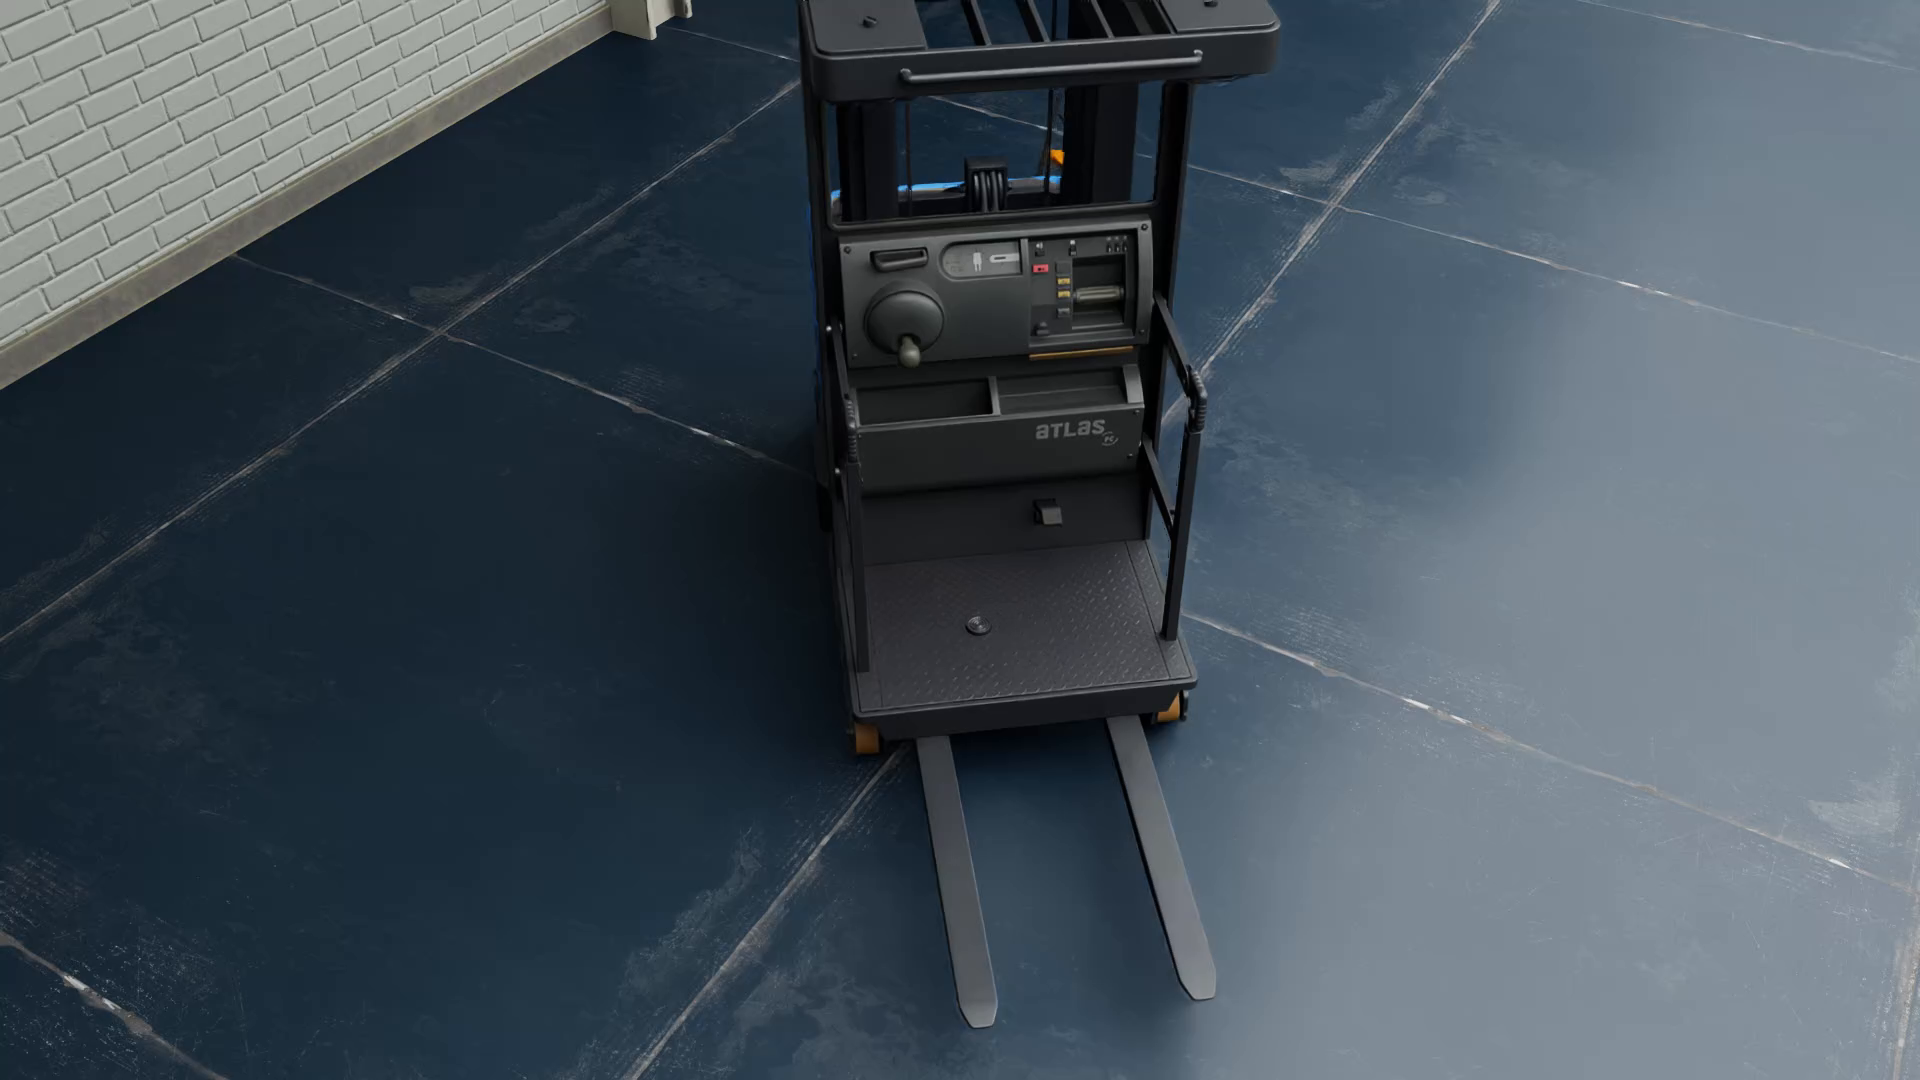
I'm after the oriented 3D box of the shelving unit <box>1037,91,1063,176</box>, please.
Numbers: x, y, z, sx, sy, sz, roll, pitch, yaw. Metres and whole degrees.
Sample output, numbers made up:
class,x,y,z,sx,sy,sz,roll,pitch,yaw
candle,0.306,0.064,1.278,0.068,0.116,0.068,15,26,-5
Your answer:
class,x,y,z,sx,sy,sz,roll,pitch,yaw
shelving unit,0.385,-1.180,6.673,0.189,1.200,0.258,-7,40,-29

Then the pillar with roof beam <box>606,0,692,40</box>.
class,x,y,z,sx,sy,sz,roll,pitch,yaw
pillar with roof beam,1.931,-4.969,5.083,9.100,9.000,0.400,21,45,22

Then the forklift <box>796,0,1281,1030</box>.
class,x,y,z,sx,sy,sz,roll,pitch,yaw
forklift,0.145,-0.651,4.772,1.130,2.935,3.031,-5,42,-6

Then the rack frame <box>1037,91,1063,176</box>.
class,x,y,z,sx,sy,sz,roll,pitch,yaw
rack frame,0.306,-1.170,6.628,0.006,1.200,0.240,-7,40,-29

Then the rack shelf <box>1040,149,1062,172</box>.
class,x,y,z,sx,sy,sz,roll,pitch,yaw
rack shelf,0.454,-1.433,6.497,0.180,0.103,0.258,-7,40,-29
